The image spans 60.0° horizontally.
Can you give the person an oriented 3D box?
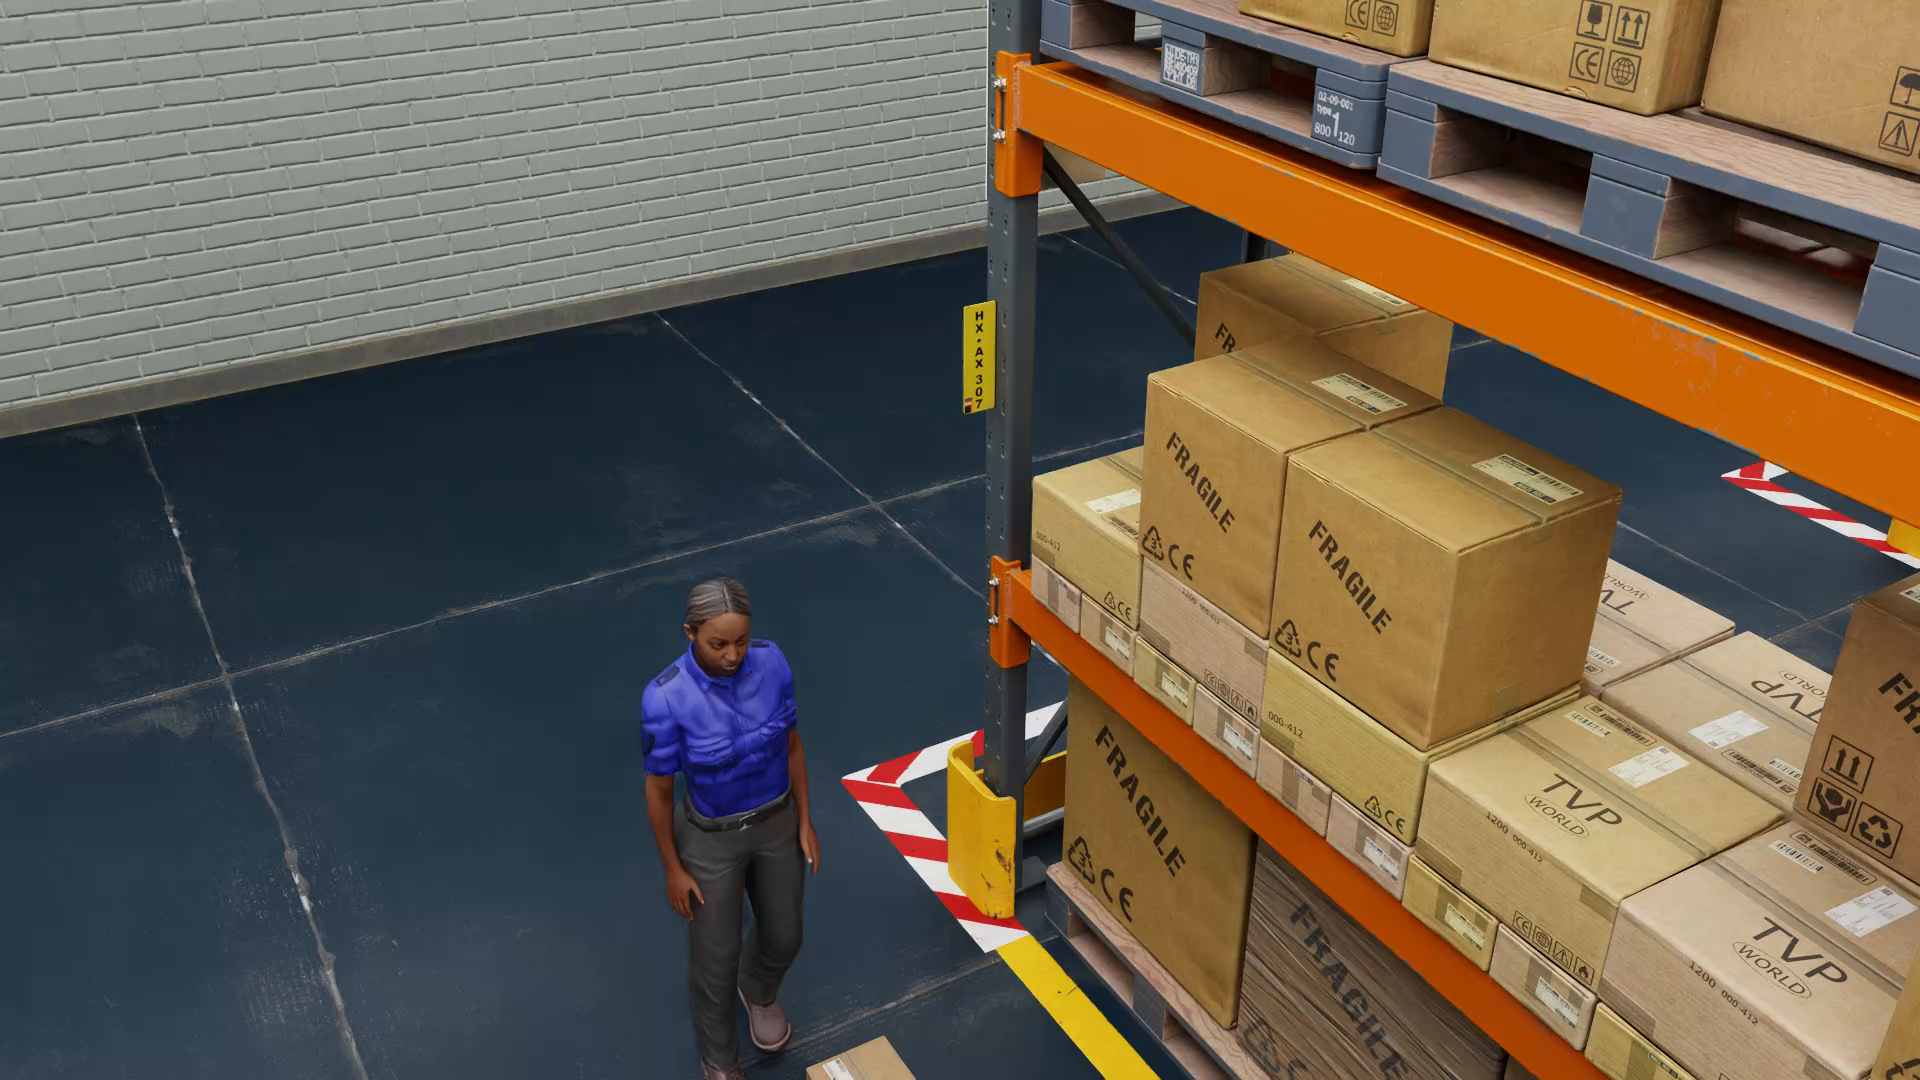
[{"bbox_3d":[-0.627,0.835,4.615,0.453,1.671,0.465,-17,34,-28],"label":"person"}]
